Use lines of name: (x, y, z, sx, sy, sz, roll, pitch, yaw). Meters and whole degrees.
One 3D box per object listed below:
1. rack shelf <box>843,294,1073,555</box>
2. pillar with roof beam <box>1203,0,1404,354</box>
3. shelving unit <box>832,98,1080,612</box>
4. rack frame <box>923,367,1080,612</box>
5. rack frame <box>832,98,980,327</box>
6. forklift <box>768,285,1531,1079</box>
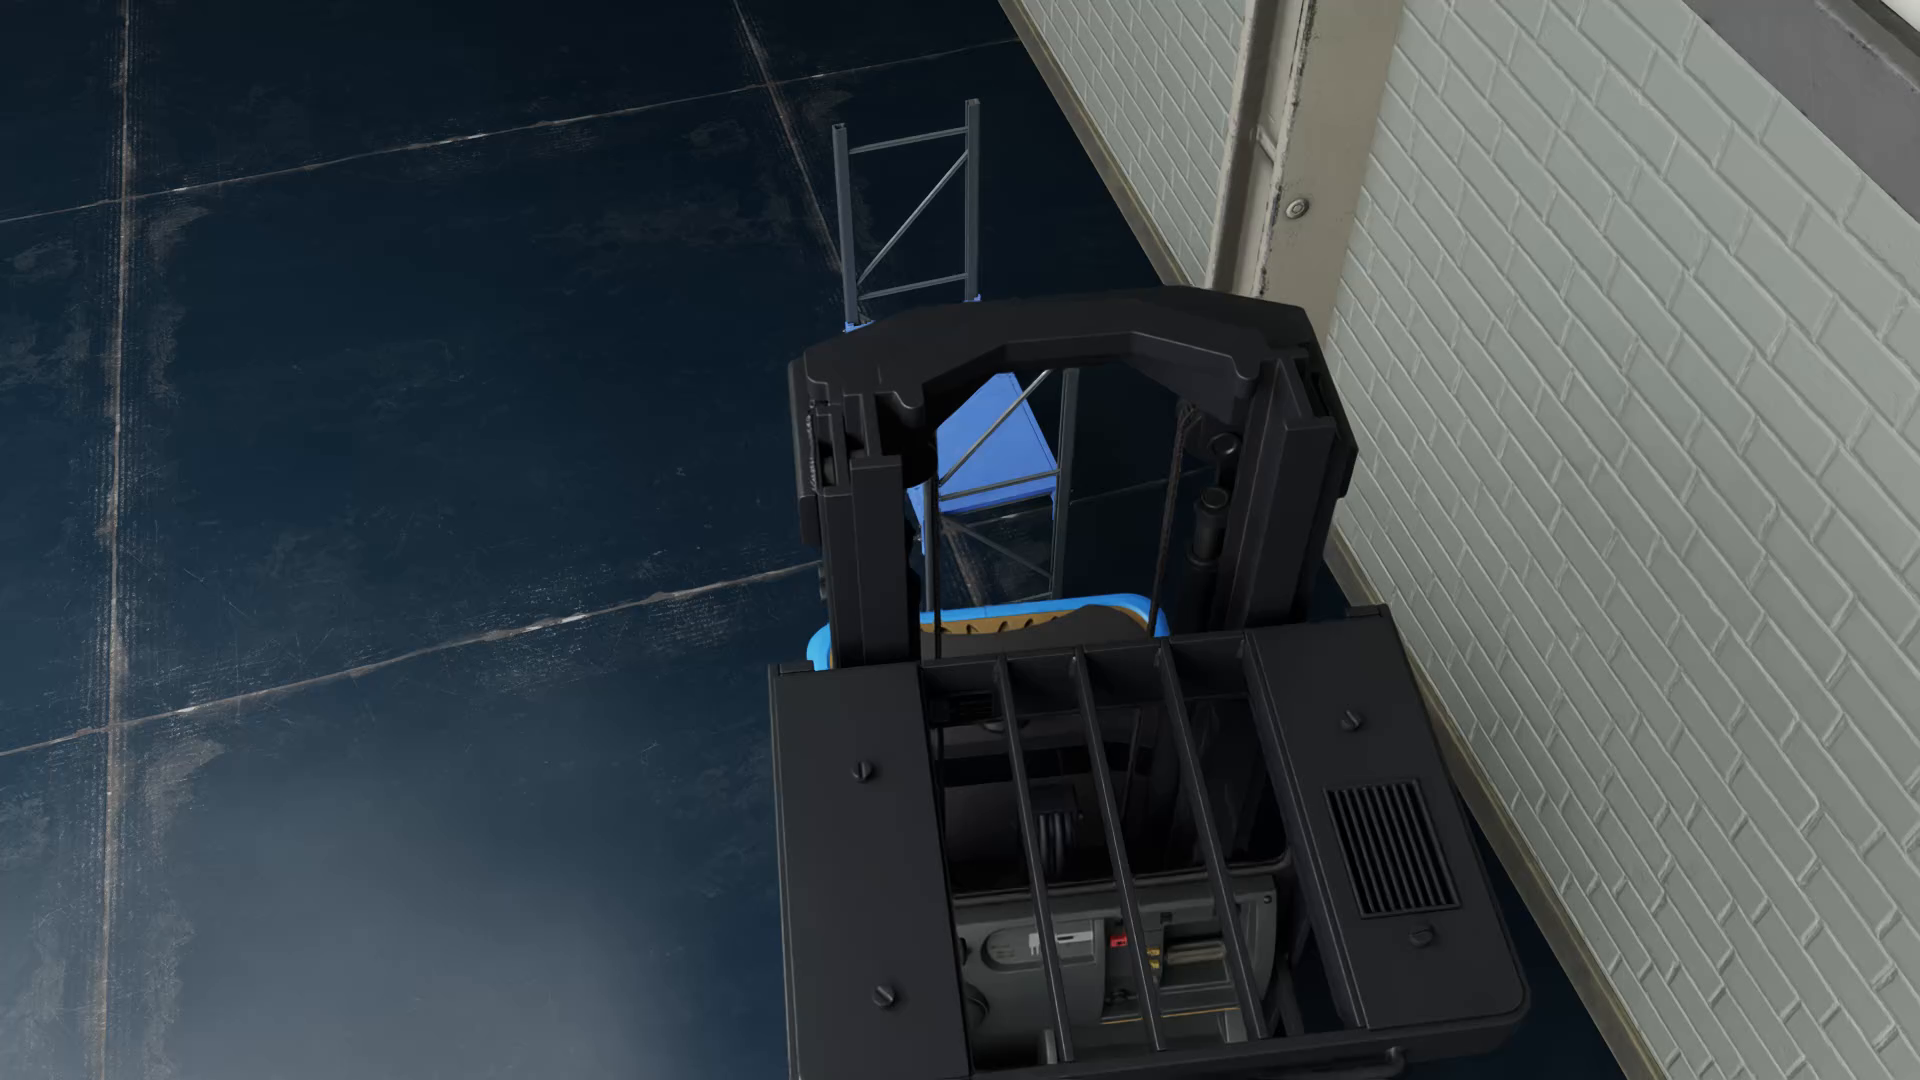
rack shelf: (-0.025, -0.430, 5.867, 0.538, 0.185, 1.000, -13, 51, -11)
pillar with roof beam: (-3.031, -2.228, 2.243, 9.100, 9.000, 0.400, -13, 51, -11)
shelving unit: (-0.025, -0.546, 5.729, 0.538, 1.500, 1.048, -13, 51, -11)
rack frame: (0.125, -0.174, 5.416, 0.500, 1.500, 0.032, -13, 51, -11)
rack frame: (-0.176, -0.917, 6.042, 0.500, 1.500, 0.032, -13, 51, -11)
forklift: (0.248, 1.055, 3.444, 1.130, 2.935, 3.031, -5, 50, -4)
